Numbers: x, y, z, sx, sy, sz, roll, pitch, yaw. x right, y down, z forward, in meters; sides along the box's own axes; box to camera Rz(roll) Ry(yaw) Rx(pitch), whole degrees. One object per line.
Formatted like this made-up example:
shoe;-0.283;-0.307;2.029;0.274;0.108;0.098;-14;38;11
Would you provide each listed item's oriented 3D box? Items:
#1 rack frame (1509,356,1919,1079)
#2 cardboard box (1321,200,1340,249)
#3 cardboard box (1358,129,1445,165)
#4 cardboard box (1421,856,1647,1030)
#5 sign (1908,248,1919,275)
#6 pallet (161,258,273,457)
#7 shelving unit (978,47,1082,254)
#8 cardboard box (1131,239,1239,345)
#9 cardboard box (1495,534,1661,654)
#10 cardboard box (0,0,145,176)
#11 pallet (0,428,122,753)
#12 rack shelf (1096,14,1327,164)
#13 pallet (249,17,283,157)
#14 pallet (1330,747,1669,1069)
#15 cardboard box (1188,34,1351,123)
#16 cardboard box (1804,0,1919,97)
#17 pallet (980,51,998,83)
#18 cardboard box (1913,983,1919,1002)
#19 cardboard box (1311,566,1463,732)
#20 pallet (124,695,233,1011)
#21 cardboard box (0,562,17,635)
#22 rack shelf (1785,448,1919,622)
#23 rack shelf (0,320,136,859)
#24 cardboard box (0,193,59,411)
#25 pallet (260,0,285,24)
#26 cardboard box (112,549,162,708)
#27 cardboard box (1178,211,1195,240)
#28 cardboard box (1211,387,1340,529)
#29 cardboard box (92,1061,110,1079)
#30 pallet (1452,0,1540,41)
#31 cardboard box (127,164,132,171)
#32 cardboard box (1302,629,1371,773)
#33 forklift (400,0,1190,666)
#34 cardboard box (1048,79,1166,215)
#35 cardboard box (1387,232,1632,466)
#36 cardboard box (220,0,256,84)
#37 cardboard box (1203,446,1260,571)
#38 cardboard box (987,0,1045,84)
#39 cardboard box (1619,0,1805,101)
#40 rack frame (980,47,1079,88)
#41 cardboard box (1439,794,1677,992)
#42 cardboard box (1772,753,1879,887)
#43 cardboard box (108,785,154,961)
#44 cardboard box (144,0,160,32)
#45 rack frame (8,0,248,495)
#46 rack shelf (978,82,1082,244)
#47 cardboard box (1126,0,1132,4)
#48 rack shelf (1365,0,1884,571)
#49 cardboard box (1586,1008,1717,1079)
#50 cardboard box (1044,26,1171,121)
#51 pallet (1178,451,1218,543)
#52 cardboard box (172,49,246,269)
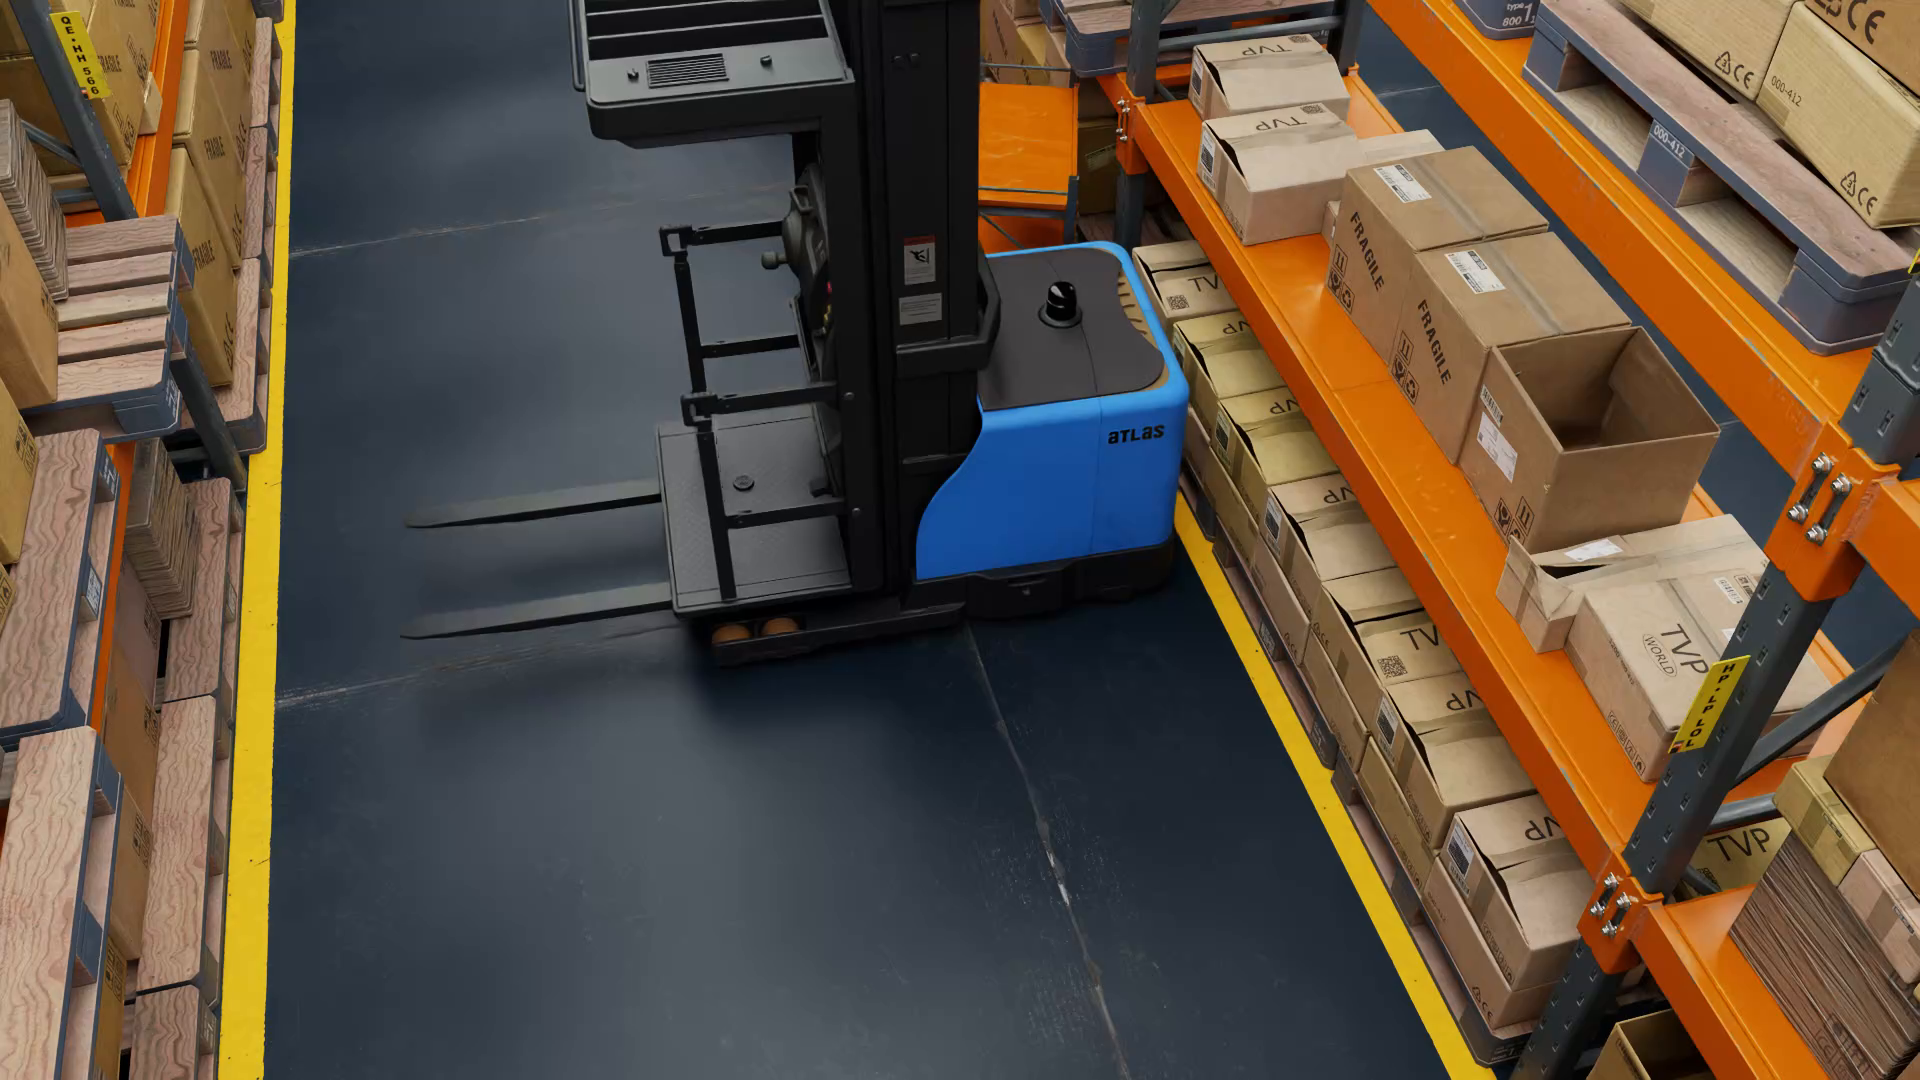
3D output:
rack frame;2.223;0.649;4.265;1.000;3.000;0.127;-11;47;-10
cardboard box;1.580;-1.155;6.208;0.380;0.149;0.250;-8;46;-7
cardboard box;1.697;-1.455;6.502;0.380;0.149;0.250;-11;47;-10
cardboard box;1.837;1.231;5.326;0.500;0.250;0.500;-11;47;-11
sign;1.701;-0.586;2.793;0.100;0.325;0.005;-11;47;-10
pallet;-3.717;-0.787;7.624;1.003;0.211;1.213;-11;47;-10
shelving unit;0.255;-1.475;7.638;0.538;1.125;1.048;4;45;1
cardboard box;1.050;-1.079;7.196;0.500;0.311;0.500;-9;46;-9
cardboard box;1.821;0.122;4.875;0.396;0.266;0.258;-12;47;-11
cardboard box;-3.465;-1.733;6.307;0.500;0.500;0.500;-9;46;-9
pallet;-3.042;0.222;4.818;1.003;0.211;1.213;-11;47;-10
rack shelf;0.687;-3.242;8.581;1.077;0.370;4.000;-11;47;-10
pallet;-4.342;-2.471;9.275;1.003;0.211;1.213;-11;47;-10
pallet;1.997;1.123;5.752;1.003;0.211;1.213;-11;47;-10
cardboard box;1.250;-1.823;6.749;0.500;0.311;0.500;-8;46;-8
cardboard box;2.104;-1.191;3.254;0.500;0.500;0.500;-10;46;-10
pallet;0.736;-2.500;9.303;1.003;0.211;1.213;-11;47;-10
cardboard box;2.237;0.959;3.437;0.380;0.149;0.250;-12;47;-11
cardboard box;1.578;0.337;5.808;0.500;0.311;0.500;-11;47;-10
pallet;-3.081;1.152;5.724;1.003;0.211;1.213;-11;47;-10
cardboard box;-2.997;0.174;4.352;0.700;0.500;0.500;-5;46;-5
rack shelf;2.735;1.231;2.097;1.077;0.370;4.000;-11;47;-10
rack shelf;-3.076;0.428;4.985;1.077;0.370;4.000;-11;47;-10
cardboard box;-3.289;-0.690;5.199;0.700;0.500;0.500;-15;47;-14
pallet;-4.731;-3.530;10.312;1.003;0.211;1.213;-11;47;-10
cardboard box;-3.334;0.381;5.970;0.700;0.500;0.500;-11;47;-10
cardboard box;1.359;-1.759;8.066;0.500;0.500;0.500;-9;46;-9
cardboard box;1.321;-0.365;6.497;0.500;0.311;0.500;-12;47;-11
cardboard box;-2.769;1.773;4.605;0.700;0.500;0.500;-9;46;-9
pallet;1.749;-1.873;4.768;1.003;0.211;1.213;-9;46;-8
cardboard box;-3.505;-1.569;6.600;0.380;0.149;0.250;-10;46;-10
cardboard box;1.578;0.528;6.014;0.500;0.250;0.500;-10;46;-9
forklift;-0.712;-0.947;5.877;3.031;2.935;1.130;-8;46;-8
cardboard box;0.733;-1.995;8.298;0.500;0.500;0.500;-9;46;-9
cardboard box;1.779;-0.629;5.447;0.500;0.500;0.500;-11;47;-10
cardboard box;-4.320;-2.936;8.989;0.750;0.750;0.750;-10;46;-10
cardboard box;1.318;-0.178;6.706;0.500;0.250;0.500;-12;47;-11
cardboard box;0.460;-2.713;9.002;0.500;0.500;0.500;-12;47;-12
cardboard box;1.932;-1.302;3.887;0.500;0.250;0.500;-15;47;-14
rack frame;0.285;-1.834;7.997;0.500;1.125;0.032;4;45;1
cardboard box;1.843;1.041;5.119;0.500;0.311;0.500;-11;47;-10
cardboard box;2.105;0.607;3.781;0.380;0.149;0.250;-11;47;-10
cardboard box;-3.041;1.065;5.299;0.700;0.500;0.500;-10;46;-10
cardboard box;-3.716;-2.439;6.999;0.500;0.500;0.500;-11;47;-10
rack frame;-3.588;-1.205;6.081;1.000;3.000;0.127;-11;47;-10
rack shelf;0.265;-1.682;7.431;0.538;0.278;1.000;4;45;1
cardboard box;0.929;-2.709;7.192;0.700;0.500;0.500;-26;51;-23
rack shelf;1.711;-1.530;4.804;1.077;0.370;4.000;-11;47;-10
cardboard box;2.039;1.579;4.459;0.500;0.500;0.500;-11;47;-10
cardboard box;0.714;-2.296;8.067;0.500;0.250;0.500;-9;46;-9
pallet;1.372;-0.562;7.403;1.003;0.211;1.213;-11;47;-10
cardboard box;-3.868;-1.737;7.814;0.750;0.750;0.750;-11;47;-11
